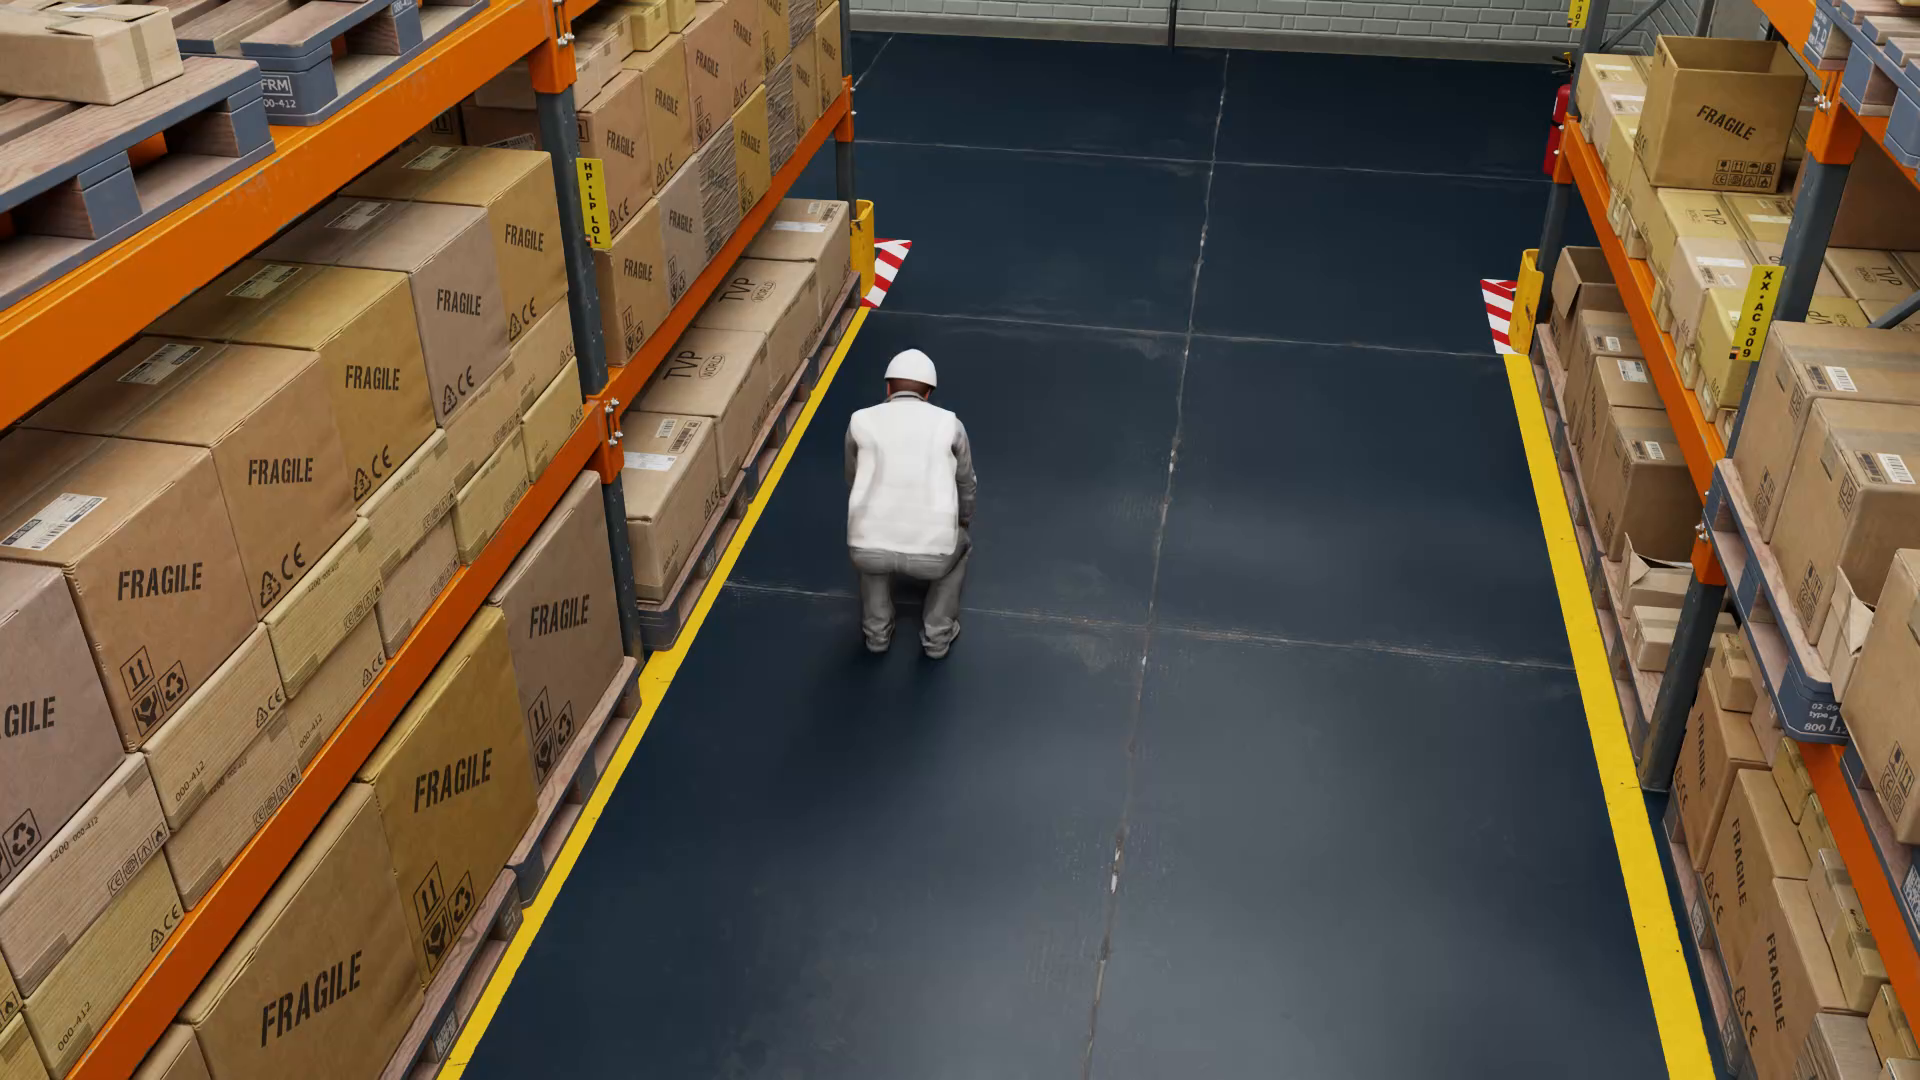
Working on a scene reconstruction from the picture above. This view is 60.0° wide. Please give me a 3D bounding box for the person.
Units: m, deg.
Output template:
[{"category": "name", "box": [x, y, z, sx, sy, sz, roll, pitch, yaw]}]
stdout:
[{"category": "person", "box": [-0.235, -0.125, 6.903, 0.560, 1.147, 0.862, 5, 33, 8]}]
